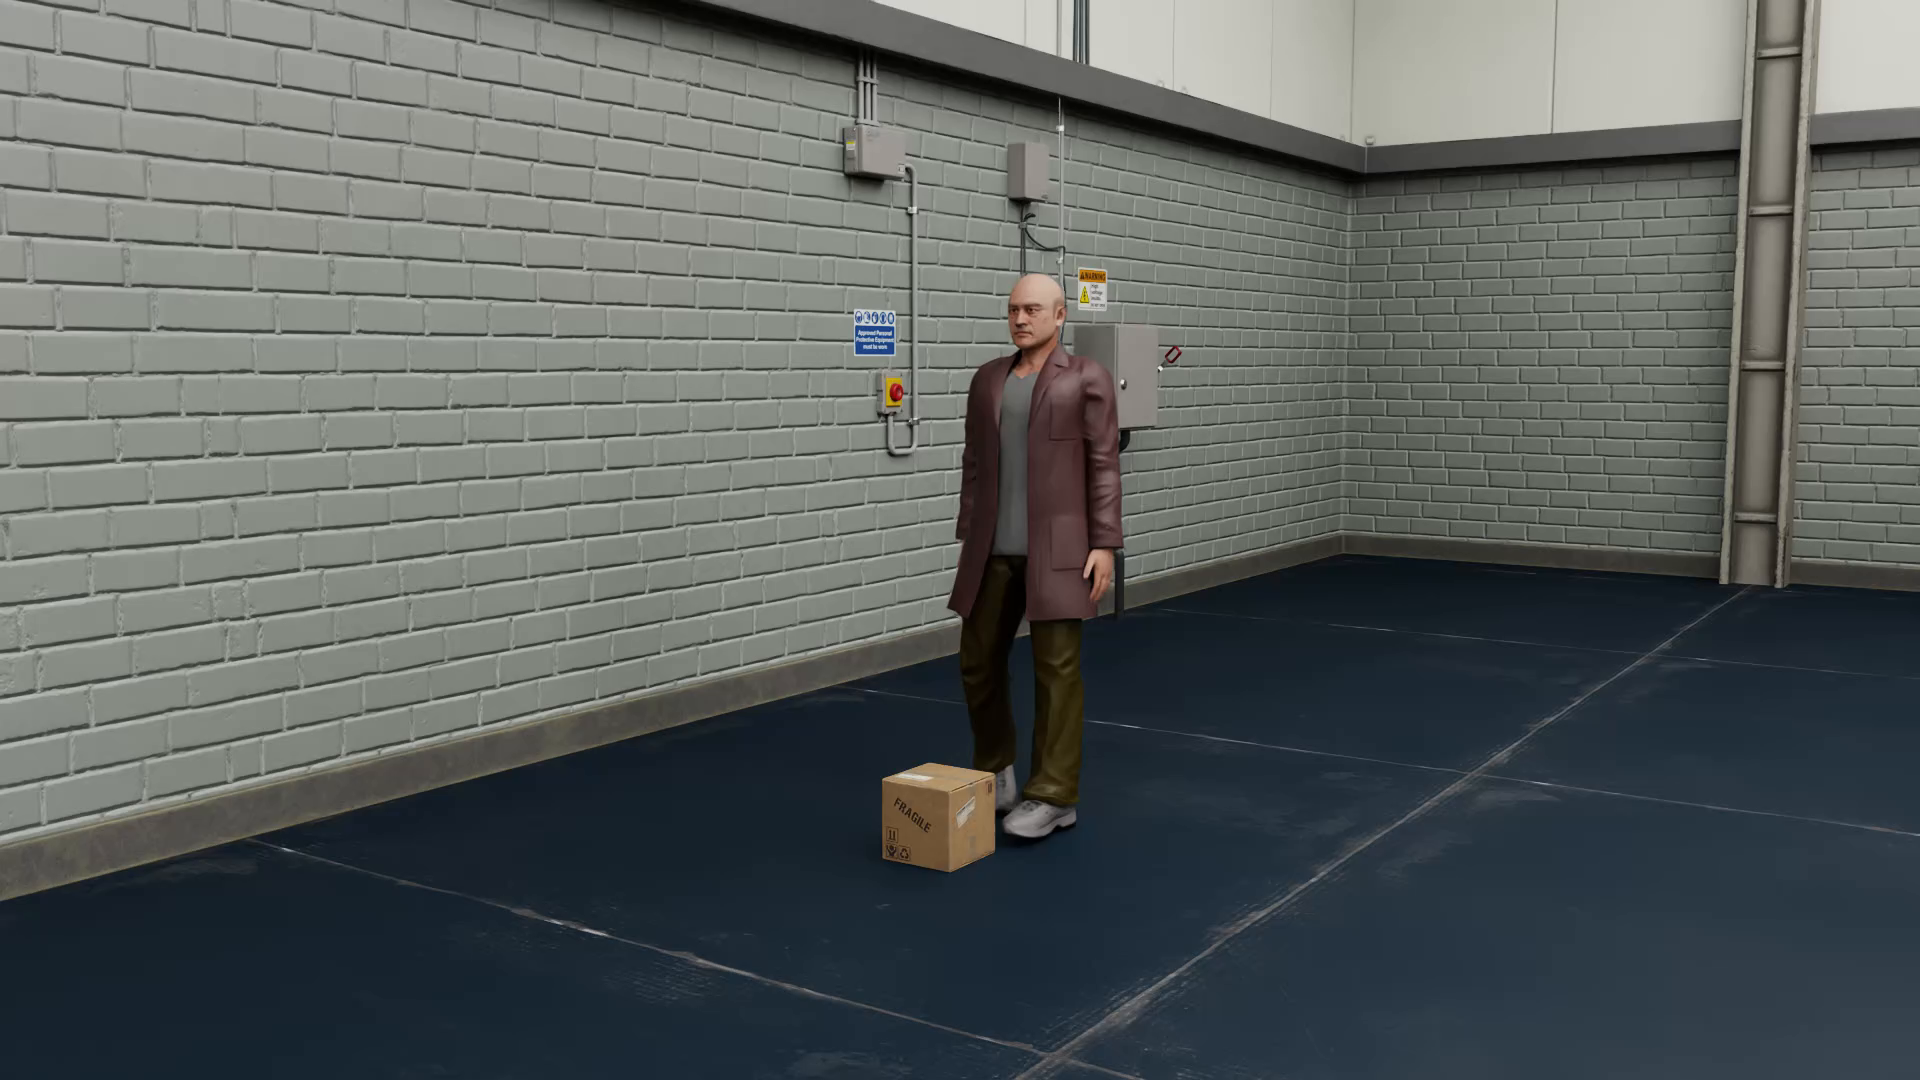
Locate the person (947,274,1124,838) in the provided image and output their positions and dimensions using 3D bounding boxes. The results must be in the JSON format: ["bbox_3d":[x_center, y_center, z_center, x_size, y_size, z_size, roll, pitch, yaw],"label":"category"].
[{"bbox_3d":[0.221,0.038,5.382,0.619,1.788,0.617,3,7,29],"label":"person"}]
